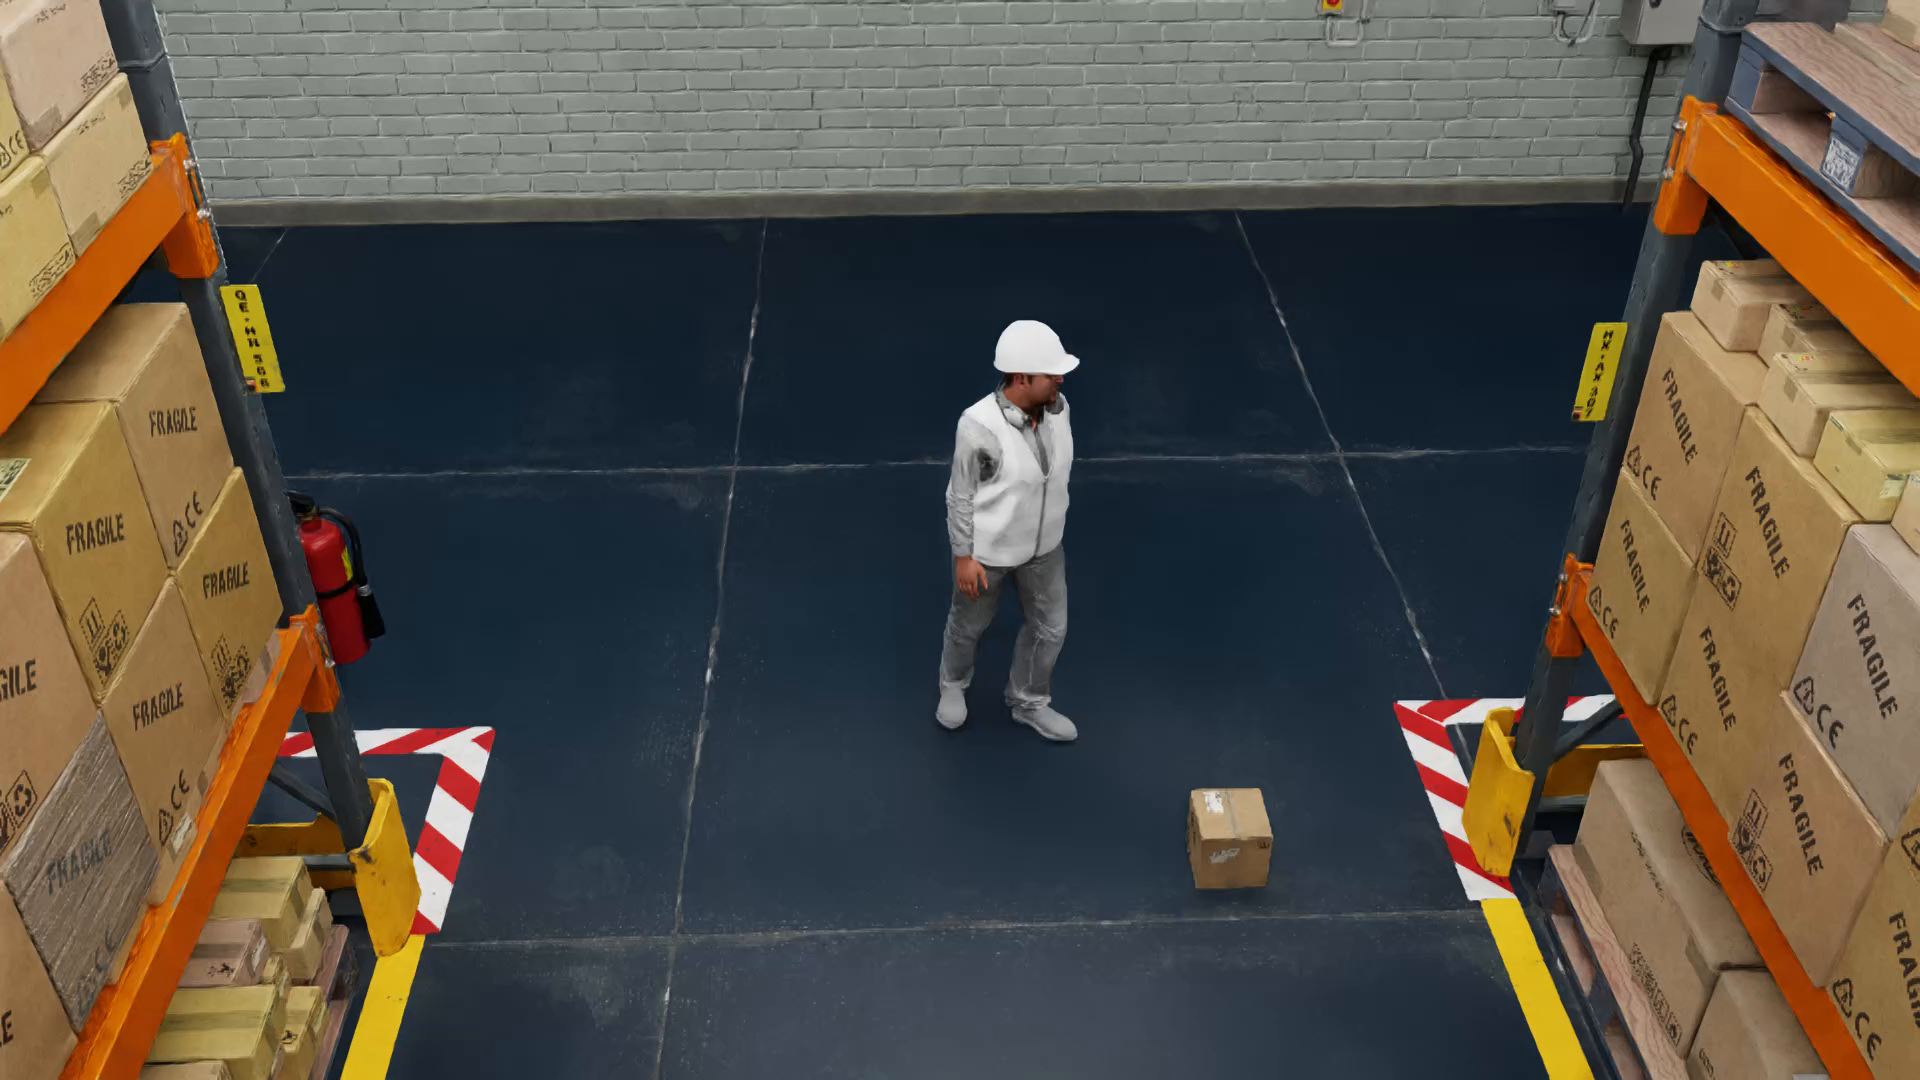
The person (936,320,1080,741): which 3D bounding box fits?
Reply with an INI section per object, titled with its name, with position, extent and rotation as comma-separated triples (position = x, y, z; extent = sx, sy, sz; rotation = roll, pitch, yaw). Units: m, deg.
[person]
position = 0.180, -0.020, 6.151
extent = 0.554, 1.769, 0.565
rotation = -23, 41, -29
